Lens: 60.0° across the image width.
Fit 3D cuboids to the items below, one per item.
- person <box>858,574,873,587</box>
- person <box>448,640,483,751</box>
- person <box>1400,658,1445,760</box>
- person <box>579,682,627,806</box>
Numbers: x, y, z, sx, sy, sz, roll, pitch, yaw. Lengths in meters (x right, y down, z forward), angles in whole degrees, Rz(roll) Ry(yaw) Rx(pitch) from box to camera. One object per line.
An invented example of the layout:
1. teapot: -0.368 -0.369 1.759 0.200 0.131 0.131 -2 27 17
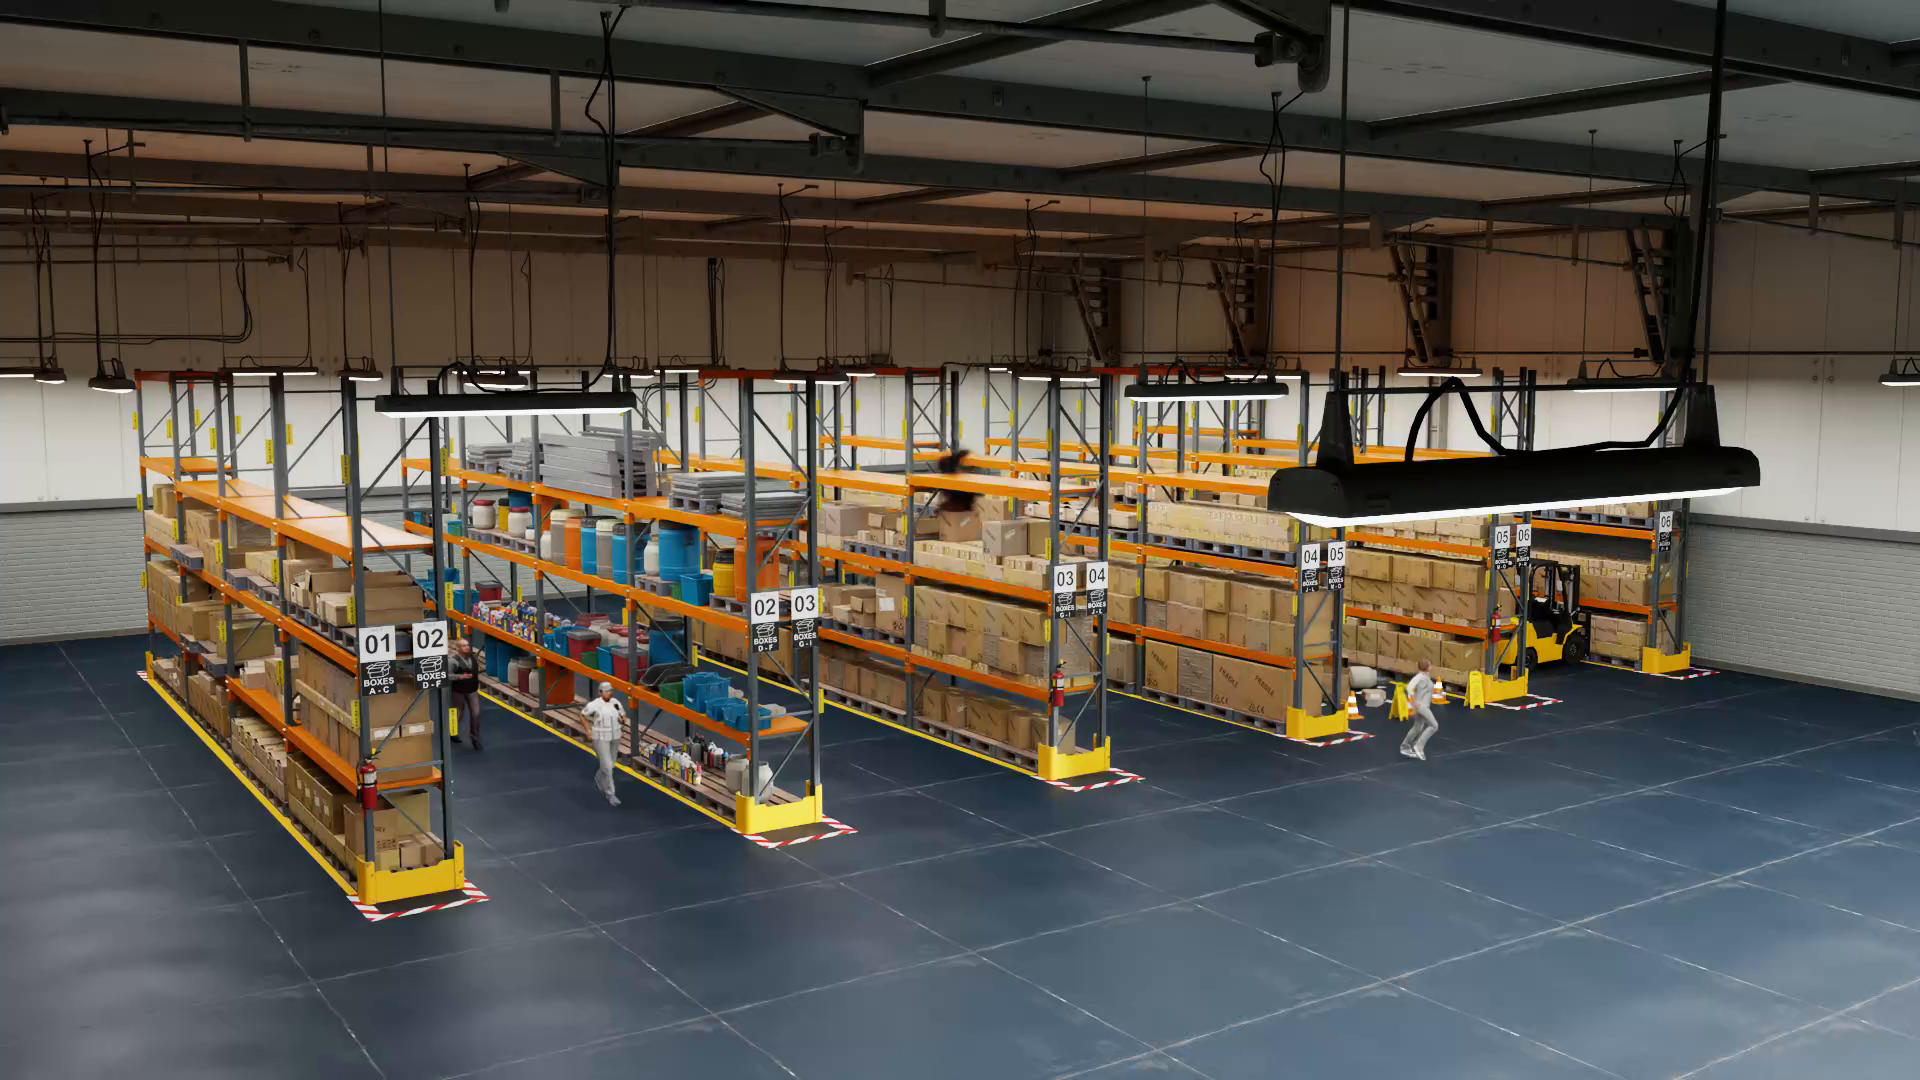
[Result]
1. person: -2.403 0.744 41.973 0.568 1.712 0.780 3 7 26
2. person: -7.917 2.461 26.598 0.654 1.755 0.801 -6 9 -42
3. person: 7.213 2.621 25.918 0.658 1.592 0.534 2 7 17
4. person: -5.003 2.838 23.540 0.594 1.689 0.877 -6 9 -43
